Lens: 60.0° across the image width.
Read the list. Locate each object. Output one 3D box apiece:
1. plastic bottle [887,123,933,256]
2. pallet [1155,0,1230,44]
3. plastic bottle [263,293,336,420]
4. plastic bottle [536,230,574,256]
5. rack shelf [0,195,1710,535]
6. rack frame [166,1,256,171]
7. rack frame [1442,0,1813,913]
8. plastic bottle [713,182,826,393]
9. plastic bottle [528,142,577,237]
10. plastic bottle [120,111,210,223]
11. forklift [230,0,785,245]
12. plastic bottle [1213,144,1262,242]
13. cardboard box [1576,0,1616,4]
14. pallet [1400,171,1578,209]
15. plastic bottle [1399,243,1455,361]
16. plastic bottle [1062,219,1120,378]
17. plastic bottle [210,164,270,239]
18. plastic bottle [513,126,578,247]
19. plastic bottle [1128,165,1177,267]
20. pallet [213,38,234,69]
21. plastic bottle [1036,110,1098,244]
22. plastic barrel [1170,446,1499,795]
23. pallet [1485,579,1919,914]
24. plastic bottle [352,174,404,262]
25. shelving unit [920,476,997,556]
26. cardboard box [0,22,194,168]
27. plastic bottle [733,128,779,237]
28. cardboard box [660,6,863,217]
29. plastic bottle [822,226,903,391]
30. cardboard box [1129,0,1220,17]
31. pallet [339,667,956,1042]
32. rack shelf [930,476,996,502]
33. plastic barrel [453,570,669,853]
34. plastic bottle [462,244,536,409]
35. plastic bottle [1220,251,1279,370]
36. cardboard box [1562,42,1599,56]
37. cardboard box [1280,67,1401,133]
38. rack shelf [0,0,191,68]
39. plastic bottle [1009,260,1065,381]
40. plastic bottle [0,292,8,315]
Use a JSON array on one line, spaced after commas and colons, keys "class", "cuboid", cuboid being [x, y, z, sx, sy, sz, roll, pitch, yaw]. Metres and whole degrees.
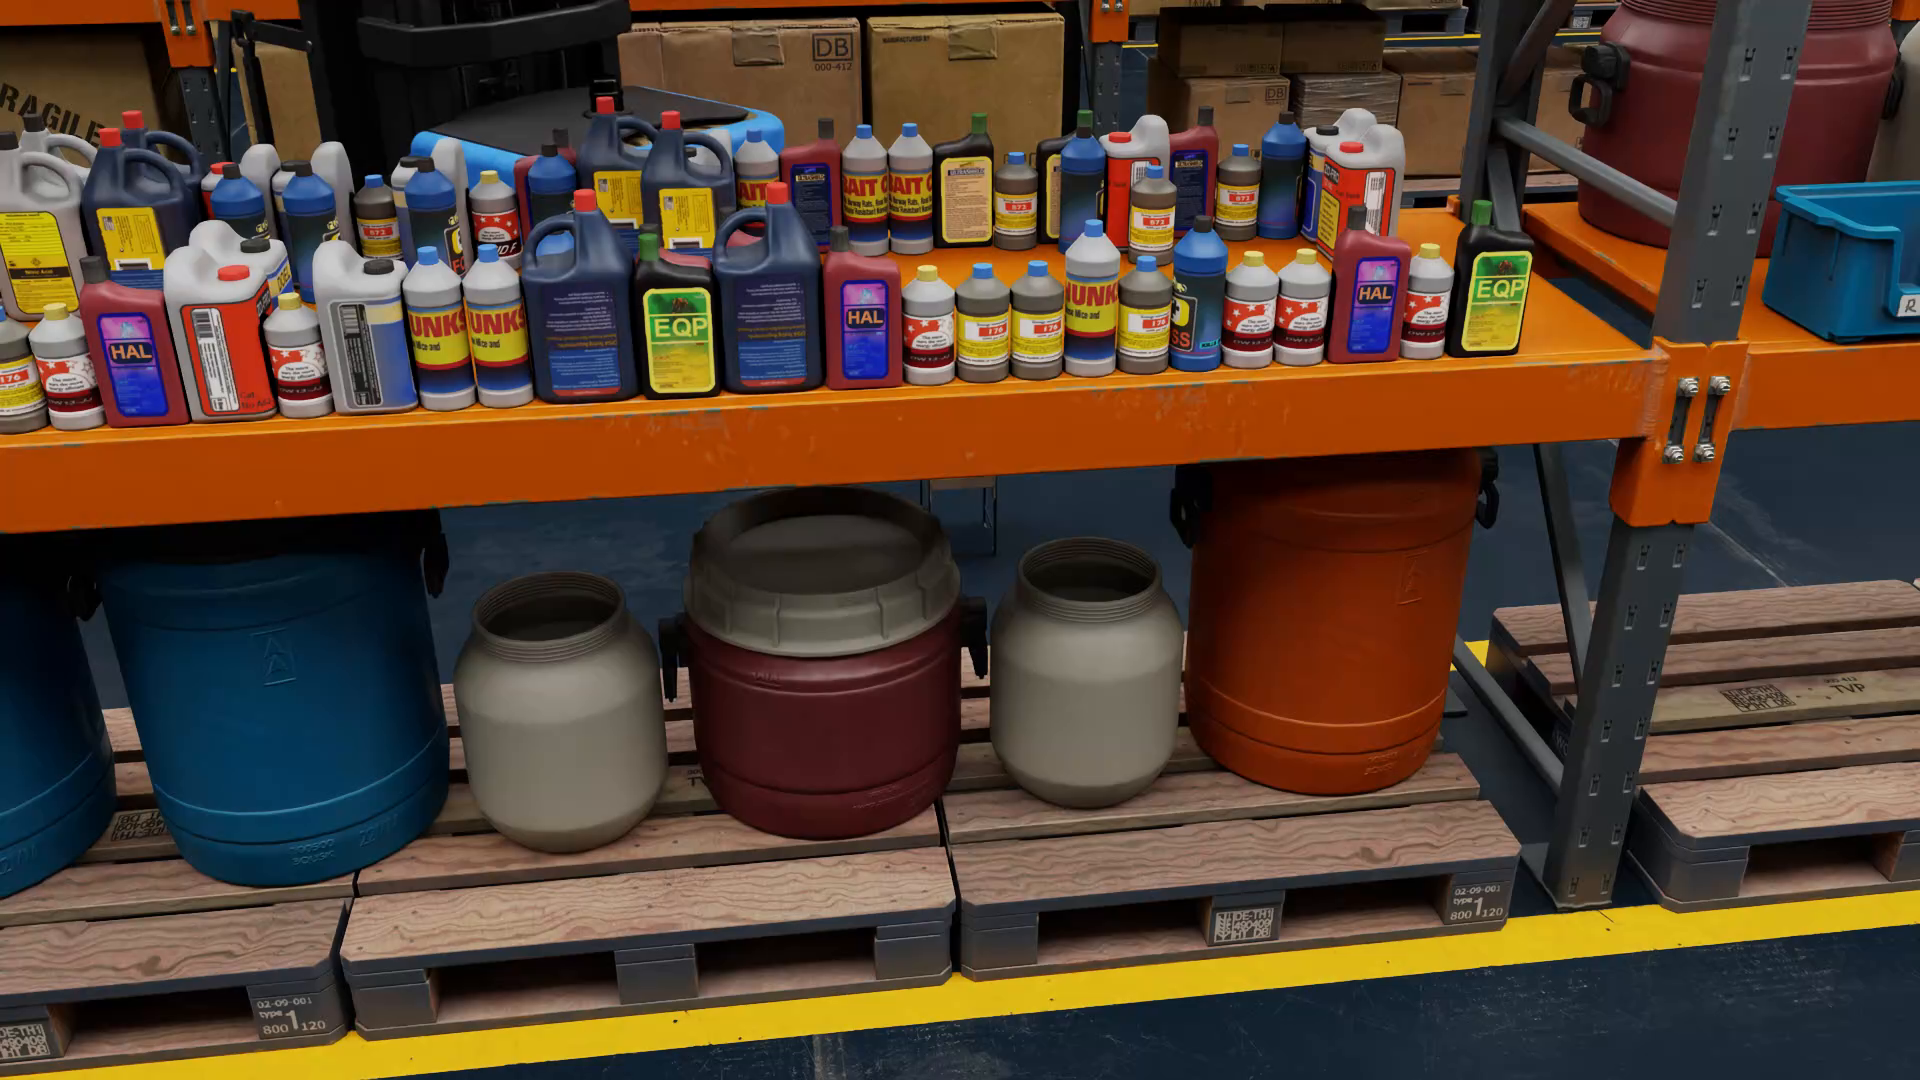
[{"class": "plastic bottle", "cuboid": [-0.106, -0.759, 3.585, 0.097, 0.271, 0.097, 0, 27, 0]}, {"class": "pallet", "cuboid": [2.020, -4.085, 12.979, 1.213, 0.211, 1.003, -4, 27, -7]}, {"class": "plastic bottle", "cuboid": [-1.109, -0.314, 2.793, 0.097, 0.201, 0.097, 0, 27, 0]}, {"class": "plastic bottle", "cuboid": [-0.707, -0.437, 2.957, 0.097, 0.271, 0.097, 0, 27, 0]}, {"class": "rack shelf", "cuboid": [-0.676, -0.298, 3.333, 4.000, 0.370, 1.077, -4, 27, -7]}, {"class": "rack frame", "cuboid": [-3.347, -2.730, 7.285, 0.127, 3.000, 1.000, -4, 27, -7]}, {"class": "rack frame", "cuboid": [1.305, -0.745, 3.417, 0.127, 3.000, 1.000, -4, 27, -7]}, {"class": "plastic bottle", "cuboid": [-0.332, -0.441, 2.878, 0.185, 0.351, 0.144, -4, 27, -7]}, {"class": "plastic bottle", "cuboid": [-0.836, -0.684, 3.439, 0.097, 0.271, 0.097, 0, 27, 0]}, {"class": "plastic bottle", "cuboid": [-1.609, -0.687, 3.358, 0.185, 0.351, 0.144, -4, 27, -7]}, {"class": "forklift", "cuboid": [-2.059, -2.089, 6.111, 3.031, 2.935, 1.130, 21, 34, 34]}, {"class": "plastic bottle", "cuboid": [0.616, -0.774, 3.691, 0.097, 0.201, 0.097, 0, 27, 0]}, {"class": "cardboard box", "cuboid": [4.617, -4.737, 13.064, 0.875, 0.875, 0.875, -3, 27, -6]}, {"class": "pallet", "cuboid": [2.594, -1.869, 8.661, 1.213, 0.211, 1.003, -4, 27, -7]}, {"class": "plastic bottle", "cuboid": [0.847, -0.439, 3.038, 0.097, 0.201, 0.097, 0, 27, 0]}, {"class": "plastic bottle", "cuboid": [0.232, -0.431, 2.945, 0.097, 0.271, 0.097, 0, 27, 0]}, {"class": "plastic bottle", "cuboid": [-1.414, -0.605, 3.284, 0.097, 0.271, 0.097, 0, 27, 0]}, {"class": "plastic bottle", "cuboid": [-0.864, -0.724, 3.504, 0.133, 0.283, 0.061, -4, 27, -7]}, {"class": "plastic bottle", "cuboid": [0.409, -0.691, 3.529, 0.097, 0.201, 0.097, 0, 27, 0]}, {"class": "pallet", "cuboid": [-5.808, -3.600, 12.035, 1.213, 0.211, 1.003, -4, 27, -7]}, {"class": "plastic bottle", "cuboid": [0.234, -0.795, 3.641, 0.133, 0.283, 0.061, -4, 27, -7]}, {"class": "plastic barrel", "cuboid": [0.822, 0.072, 3.741, 0.708, 0.830, 0.600, -4, 27, -7]}, {"class": "pallet", "cuboid": [2.077, 0.464, 4.115, 1.213, 0.211, 1.003, -4, 27, -7]}, {"class": "plastic bottle", "cuboid": [-1.206, -0.657, 3.463, 0.097, 0.201, 0.097, 0, 27, 0]}, {"class": "shelving unit", "cuboid": [-0.008, -0.400, 5.044, 0.210, 0.900, 0.258, -4, 27, -7]}, {"class": "cardboard box", "cuboid": [-4.011, -1.966, 7.663, 0.875, 0.875, 0.875, -4, 27, -7]}, {"class": "plastic bottle", "cuboid": [-0.431, -0.738, 3.544, 0.097, 0.271, 0.097, 0, 27, 0]}, {"class": "cardboard box", "cuboid": [-0.956, -2.138, 7.999, 0.875, 0.875, 1.225, -4, 27, -7]}, {"class": "plastic bottle", "cuboid": [-0.168, -0.402, 2.876, 0.133, 0.283, 0.061, -4, 27, -7]}, {"class": "cardboard box", "cuboid": [1.504, -4.474, 12.688, 0.750, 0.750, 1.050, -3, 27, -6]}, {"class": "pallet", "cuboid": [-0.676, 0.640, 3.771, 1.213, 0.211, 1.003, -4, 27, -7]}, {"class": "rack shelf", "cuboid": [-0.008, -0.210, 5.141, 0.200, 0.077, 0.258, -4, 27, -7]}, {"class": "plastic barrel", "cuboid": [-0.843, 0.362, 3.525, 0.421, 0.512, 0.421, 0, 27, 0]}, {"class": "plastic bottle", "cuboid": [-0.783, -0.366, 2.818, 0.097, 0.271, 0.097, 0, 27, 0]}, {"class": "plastic bottle", "cuboid": [0.522, -0.418, 2.997, 0.097, 0.201, 0.097, 0, 27, 0]}, {"class": "cardboard box", "cuboid": [3.490, -2.271, 8.647, 0.500, 0.500, 0.700, -4, 27, -7]}, {"class": "cardboard box", "cuboid": [1.823, -2.161, 8.432, 0.500, 0.500, 0.700, -6, 28, -11]}, {"class": "rack shelf", "cuboid": [-5.327, -2.283, 7.201, 4.000, 0.370, 1.077, -4, 27, -7]}, {"class": "plastic bottle", "cuboid": [0.136, -0.394, 2.949, 0.097, 0.201, 0.097, 0, 27, 0]}, {"class": "plastic bottle", "cuboid": [-1.914, -0.542, 3.238, 0.097, 0.201, 0.097, 0, 27, 0]}]
